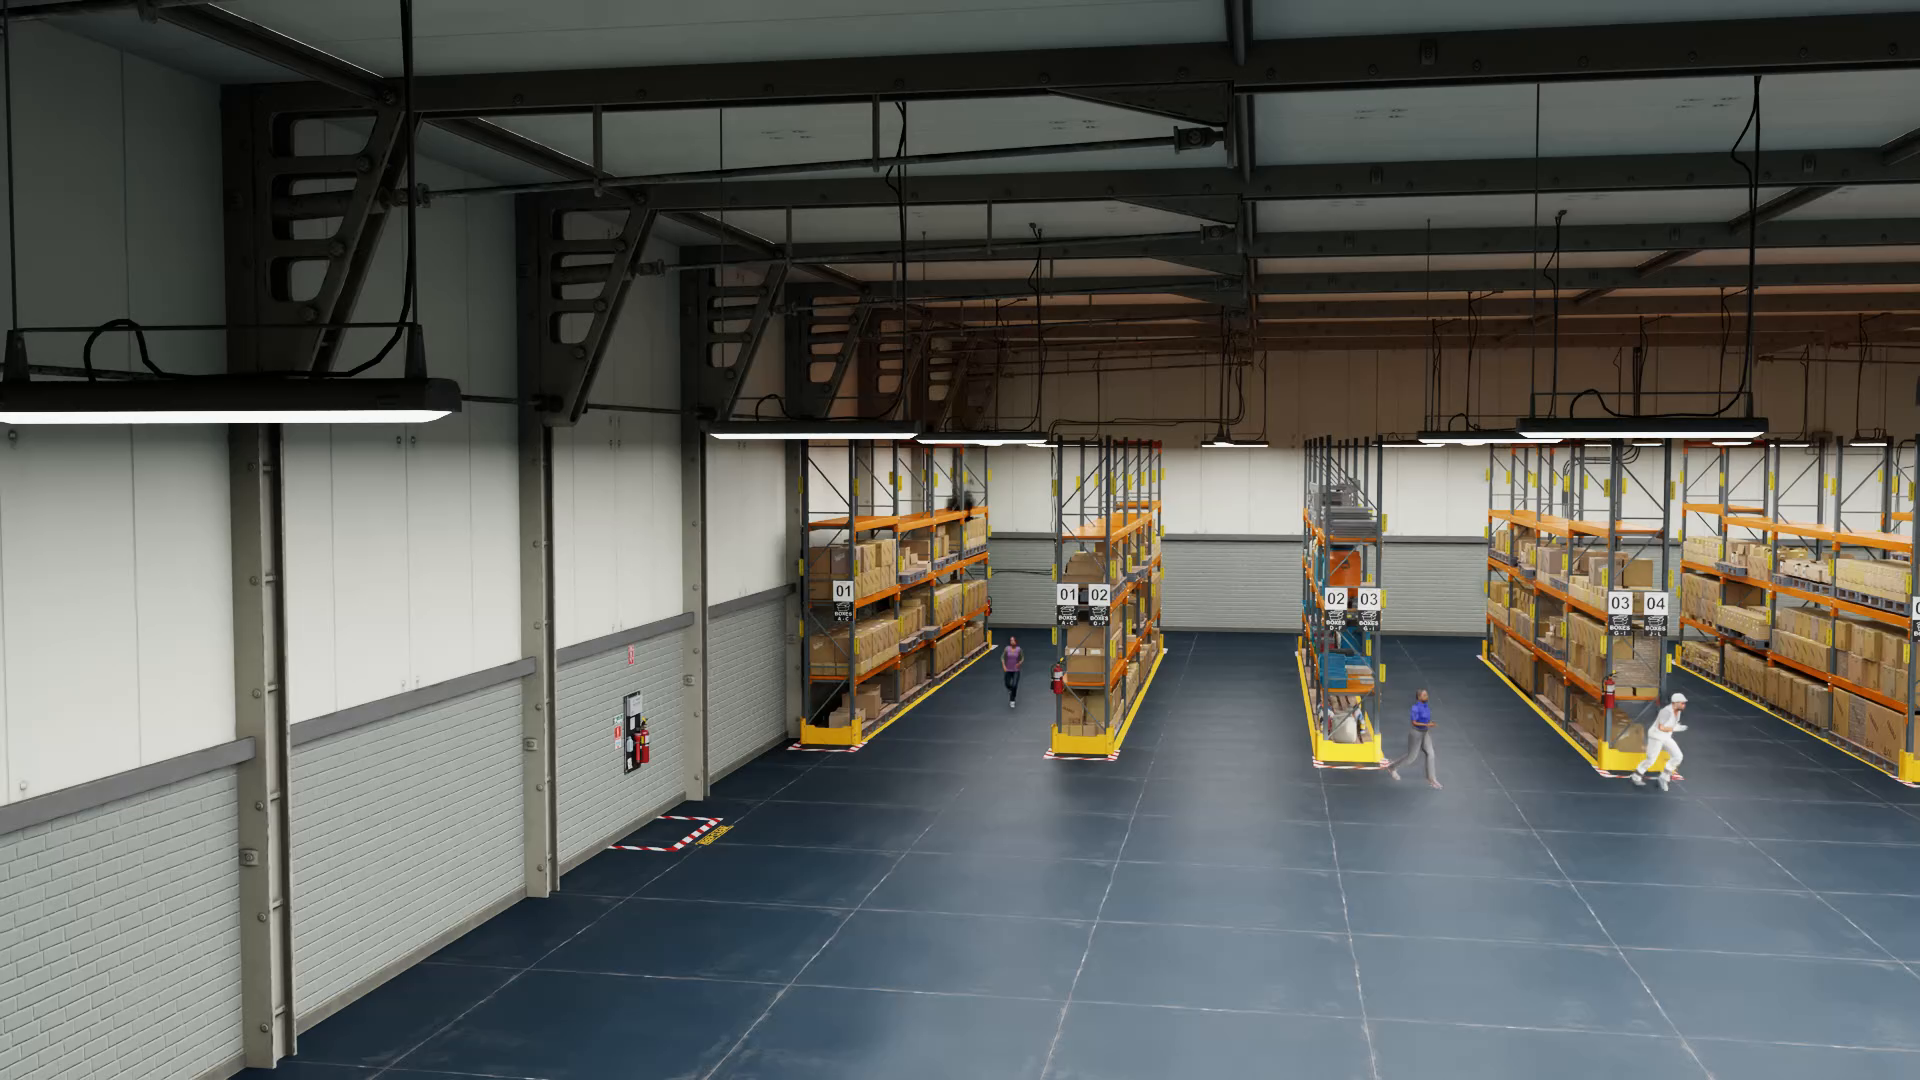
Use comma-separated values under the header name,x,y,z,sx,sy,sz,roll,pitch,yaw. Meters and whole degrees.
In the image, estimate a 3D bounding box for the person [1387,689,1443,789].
name,x,y,z,sx,sy,sz,roll,pitch,yaw
person,7.791,3.365,28.373,0.936,1.679,0.587,3,4,43

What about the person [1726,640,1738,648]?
name,x,y,z,sx,sy,sz,roll,pitch,yaw
person,20.983,2.372,45.486,0.743,1.824,0.640,1,3,14

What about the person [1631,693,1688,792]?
name,x,y,z,sx,sy,sz,roll,pitch,yaw
person,11.795,3.382,27.934,0.702,1.694,0.973,-2,4,-39

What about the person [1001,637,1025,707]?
name,x,y,z,sx,sy,sz,roll,pitch,yaw
person,1.177,2.939,37.247,0.542,1.561,0.570,0,3,7
